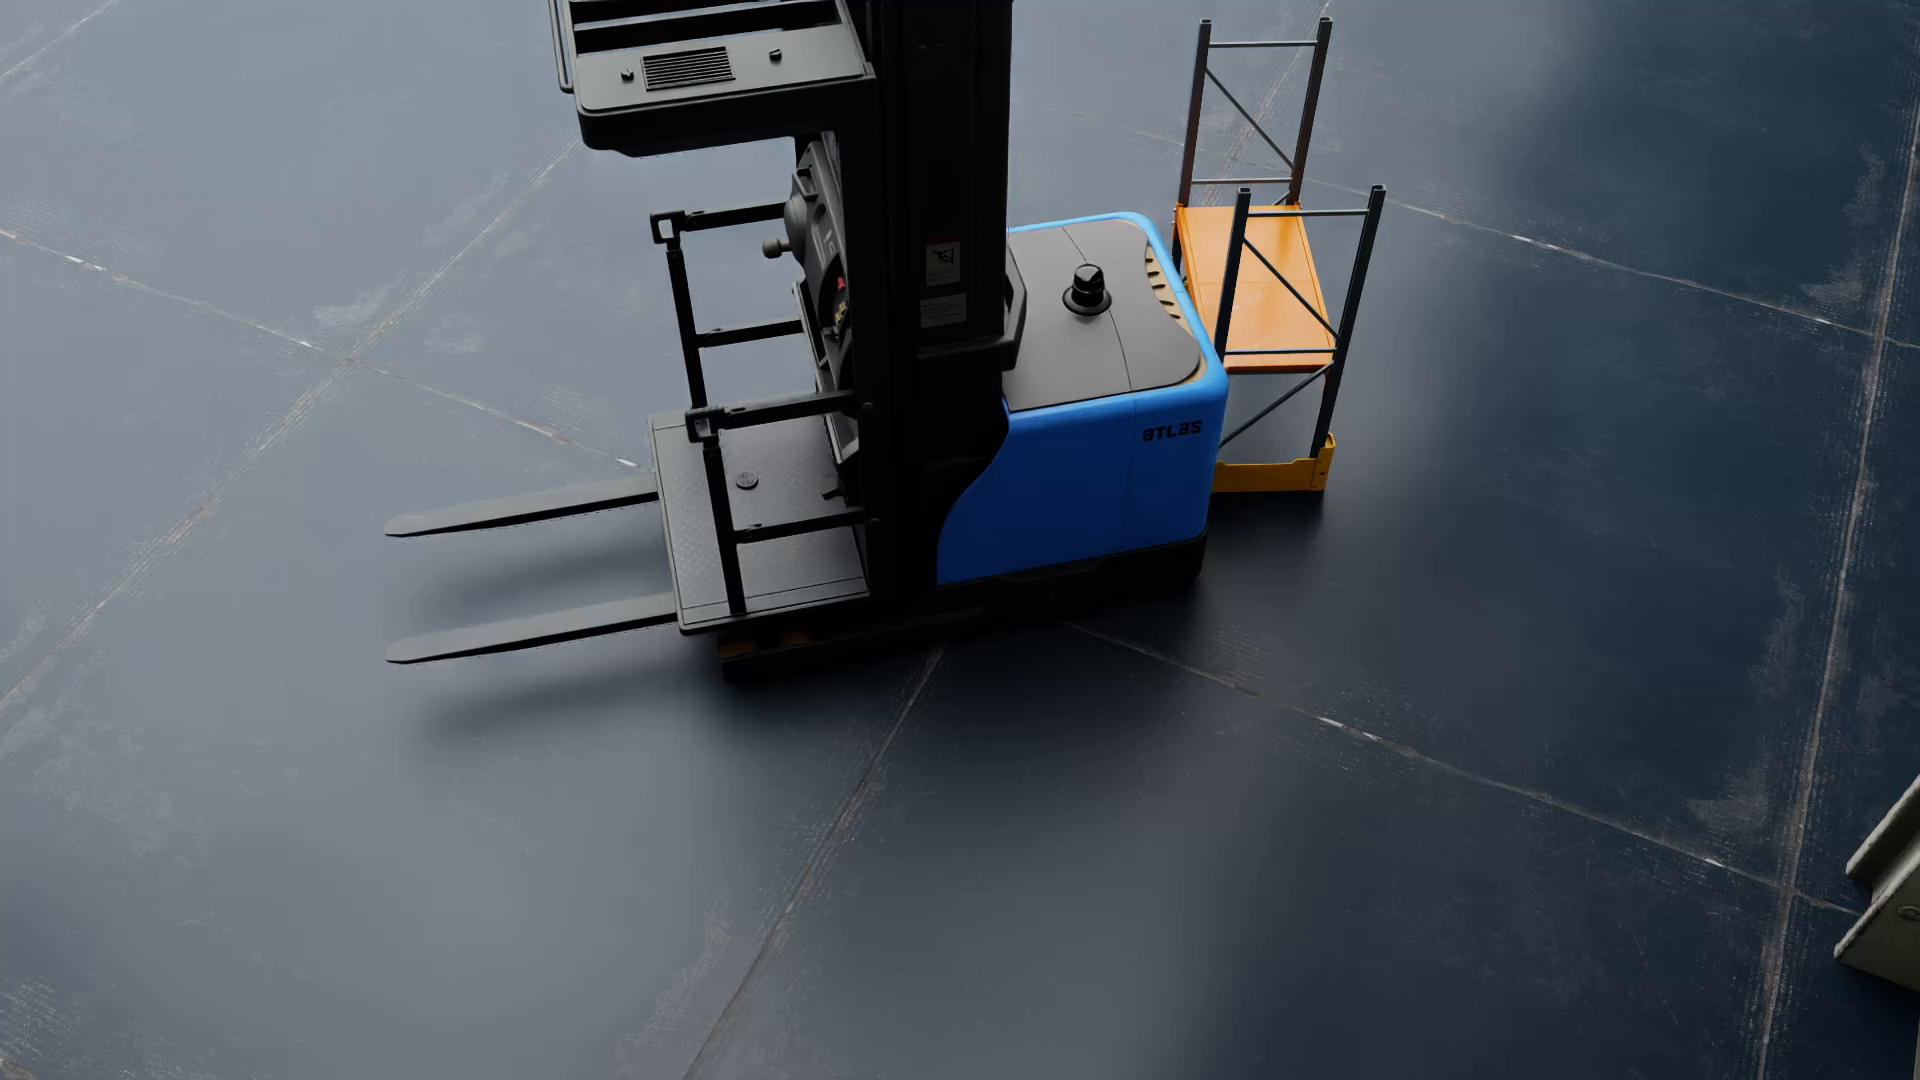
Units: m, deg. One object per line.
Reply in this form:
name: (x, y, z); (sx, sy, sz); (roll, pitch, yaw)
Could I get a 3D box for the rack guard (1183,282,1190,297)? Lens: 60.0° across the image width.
rack guard: (1.153, -1.065, 7.308); (0.587, 0.250, 0.087); (-1, 50, -1)

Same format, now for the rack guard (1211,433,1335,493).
rack guard: (1.186, -0.307, 6.662); (0.587, 0.250, 0.087); (-1, 50, -1)

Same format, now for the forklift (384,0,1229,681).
forklift: (-0.641, -0.884, 5.393); (3.031, 2.935, 1.130); (-10, 50, -8)

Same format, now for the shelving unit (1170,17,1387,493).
shelving unit: (1.169, -1.091, 6.509); (0.587, 1.500, 1.083); (-1, 50, -1)

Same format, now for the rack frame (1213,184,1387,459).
rack frame: (1.186, -0.698, 6.174); (0.500, 1.500, 0.032); (-1, 50, -1)

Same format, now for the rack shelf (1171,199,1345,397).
rack shelf: (1.170, -0.968, 6.640); (0.538, 0.185, 1.000); (-1, 50, -1)

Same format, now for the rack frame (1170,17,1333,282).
rack frame: (1.153, -1.471, 6.832); (0.500, 1.500, 0.032); (-1, 50, -1)
